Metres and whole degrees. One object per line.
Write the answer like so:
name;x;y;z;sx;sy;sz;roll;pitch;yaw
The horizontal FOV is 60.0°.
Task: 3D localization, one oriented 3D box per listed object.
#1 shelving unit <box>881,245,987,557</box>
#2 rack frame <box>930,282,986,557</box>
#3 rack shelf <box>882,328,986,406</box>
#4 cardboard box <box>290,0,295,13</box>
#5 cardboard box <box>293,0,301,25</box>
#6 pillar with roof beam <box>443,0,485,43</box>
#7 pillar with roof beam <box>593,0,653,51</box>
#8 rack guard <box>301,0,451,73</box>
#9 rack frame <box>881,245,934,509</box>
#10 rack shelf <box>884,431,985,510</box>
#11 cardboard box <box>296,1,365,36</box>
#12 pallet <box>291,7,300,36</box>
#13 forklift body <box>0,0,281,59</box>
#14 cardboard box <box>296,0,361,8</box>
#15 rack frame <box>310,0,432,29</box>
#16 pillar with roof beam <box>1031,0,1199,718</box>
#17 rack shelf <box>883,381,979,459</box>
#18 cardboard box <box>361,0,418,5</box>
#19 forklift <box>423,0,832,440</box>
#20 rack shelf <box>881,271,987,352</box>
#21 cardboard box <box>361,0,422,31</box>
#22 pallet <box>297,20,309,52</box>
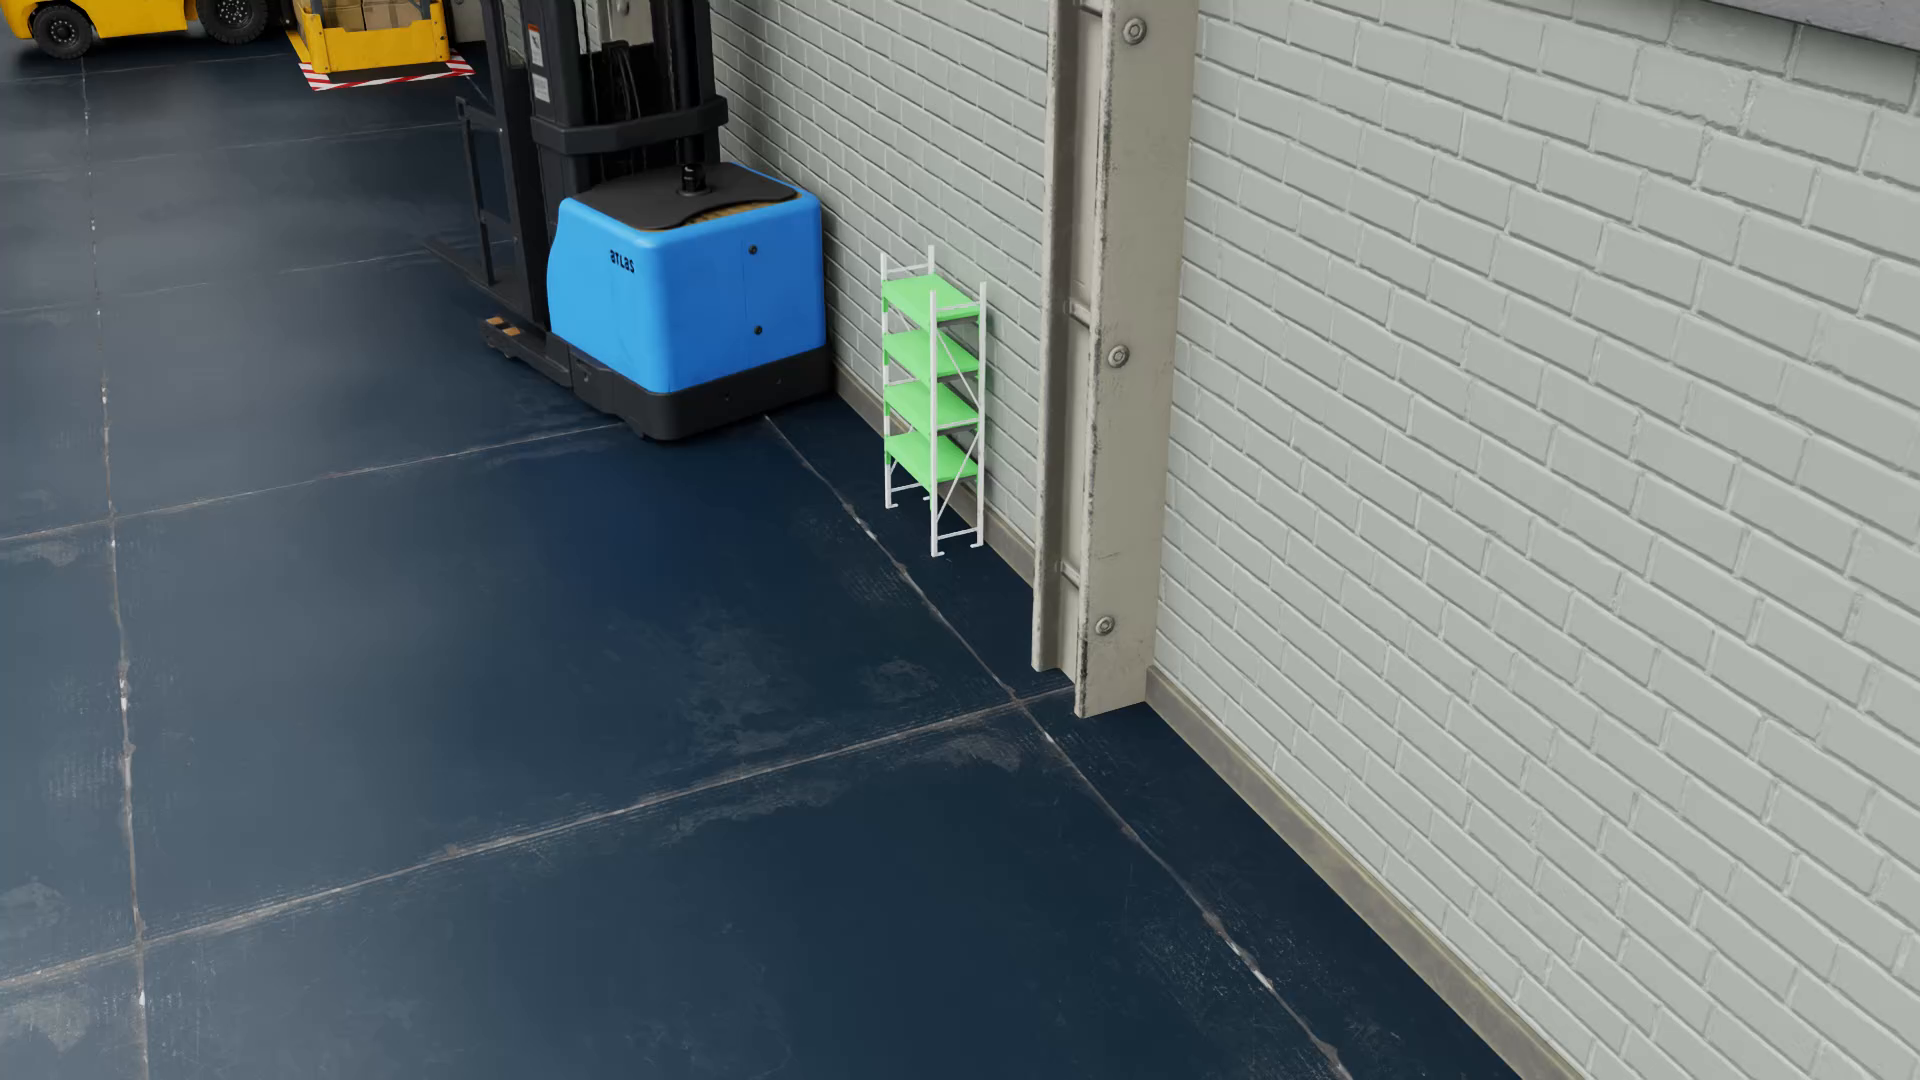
shelving unit;-0.115;-0.586;7.068;0.258;1.200;0.503;-13;32;-23
rack frame;-0.008;-0.479;6.876;0.240;1.200;0.015;-13;32;-23
rack shelf;-0.114;-0.740;6.982;0.258;0.148;0.480;-13;32;-23
cardboard box;-6.069;-5.147;15.745;0.500;0.250;0.500;-13;32;-21
cardboard box;-5.863;-4.925;15.347;0.500;0.250;0.500;-13;32;-22
pillar with roof beam;-8.544;-7.787;11.937;9.100;9.000;0.400;-13;32;-22
pillar with roof beam;-5.968;-5.137;7.210;9.100;9.000;0.400;-13;32;-22
rack guard;-5.160;-4.477;14.723;1.175;0.500;0.348;-13;32;-22
rack frame;-0.221;-0.694;7.259;0.240;1.200;0.015;-13;32;-23
rack shelf;-0.116;-0.321;7.216;0.258;0.148;0.480;-13;32;-23
cardboard box;-5.658;-4.703;14.952;0.500;0.250;0.500;-13;32;-22
pallet;-6.056;-5.229;16.359;1.003;0.211;1.213;-13;32;-22
forklift body;-7.632;-5.662;15.149;2.313;2.155;1.214;-13;32;-22
cardboard box;-5.662;-4.929;14.844;0.500;0.250;0.500;-14;32;-23
rack frame;-5.171;-5.578;14.130;1.000;3.000;0.127;-13;32;-22
pillar with roof beam;-3.392;-2.487;2.484;9.100;9.000;0.400;-13;32;-22
rack shelf;-0.115;-0.531;7.099;0.258;0.148;0.480;-13;32;-23
cardboard box;-5.185;-5.031;15.026;0.500;0.250;0.500;-12;32;-21
forklift;-1.990;-2.402;8.537;1.130;2.935;3.031;-22;36;-34
rack shelf;-0.113;-0.950;6.865;0.258;0.148;0.480;-13;32;-23
cardboard box;-5.205;-4.820;15.160;0.500;0.250;0.500;-13;32;-22
pallet;-5.537;-4.691;15.399;1.003;0.211;1.213;-13;32;-22
